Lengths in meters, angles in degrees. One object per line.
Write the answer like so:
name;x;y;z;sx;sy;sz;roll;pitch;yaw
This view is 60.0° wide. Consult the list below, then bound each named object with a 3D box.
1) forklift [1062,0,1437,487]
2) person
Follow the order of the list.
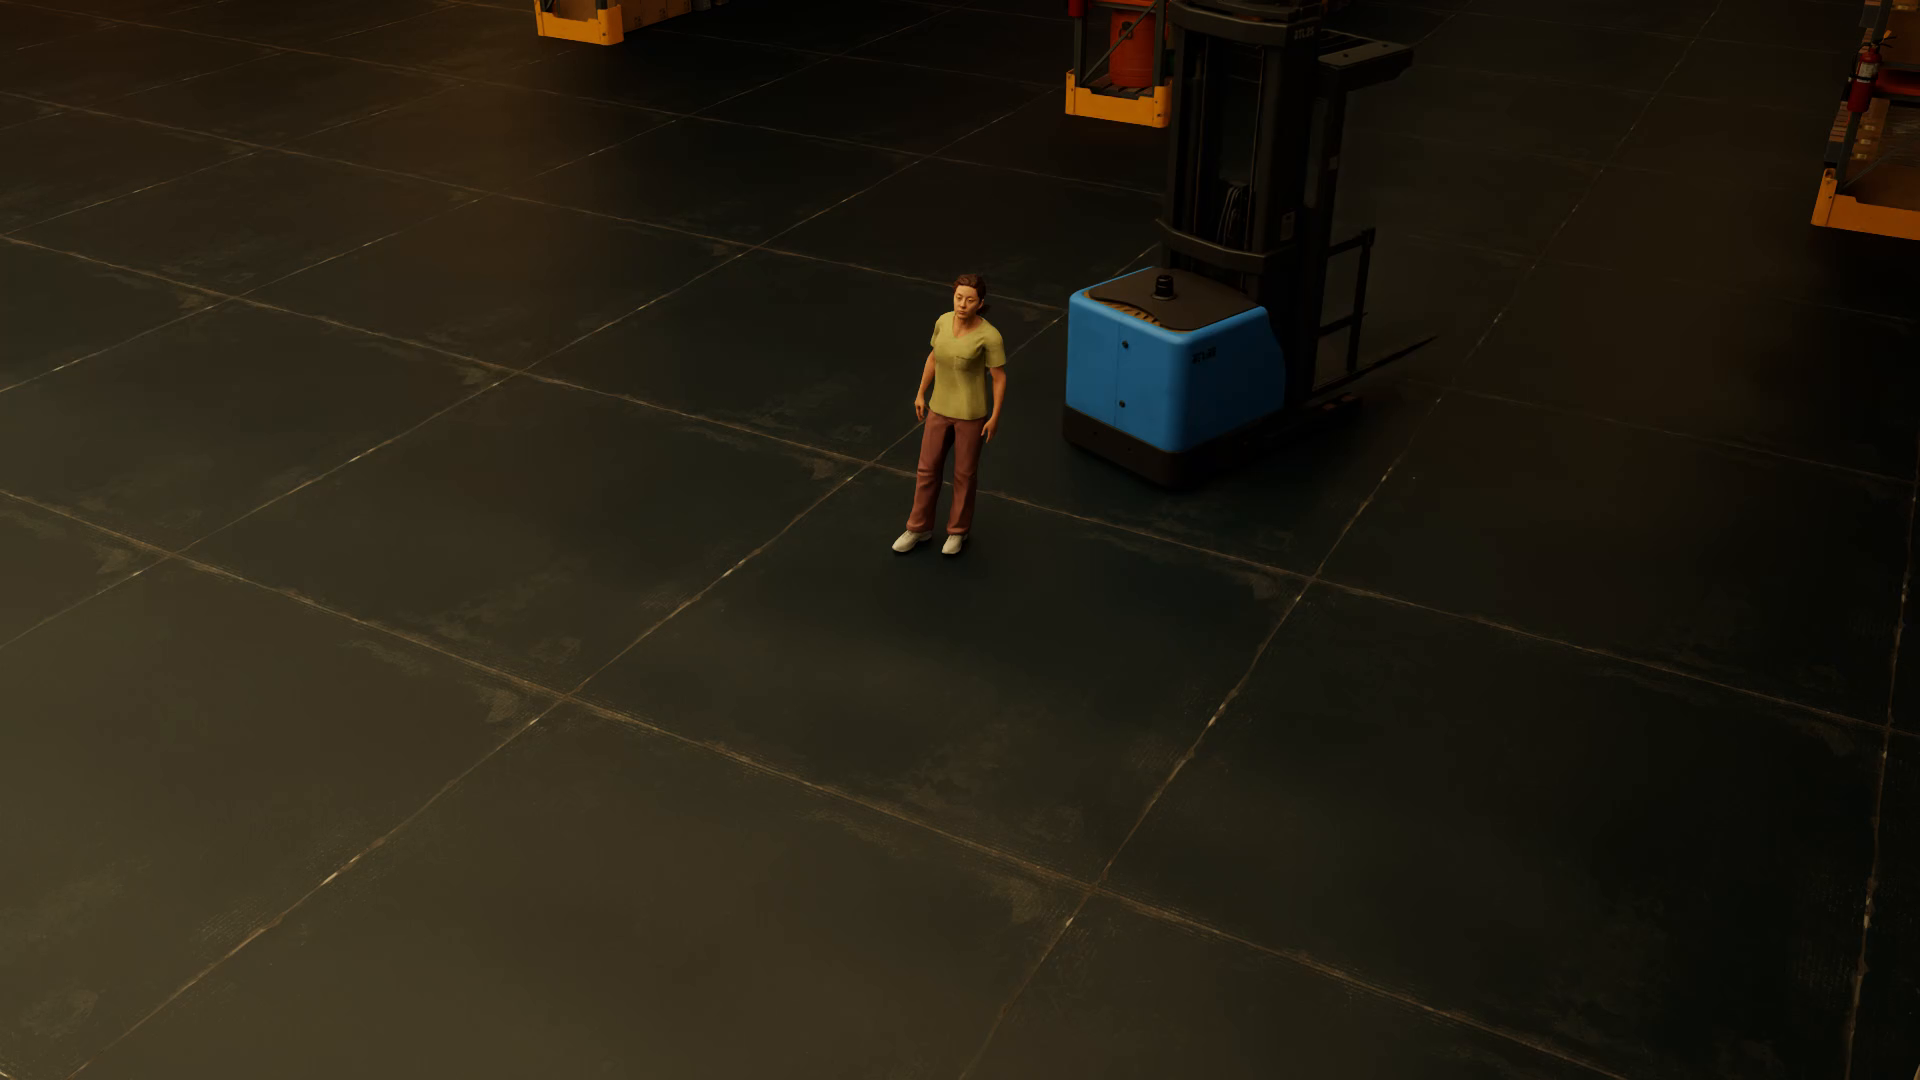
forklift;2.126;-2.210;10.900;3.031;2.935;1.130;-23;37;-34
person;-0.046;-0.703;9.529;0.553;1.673;0.548;15;33;25
